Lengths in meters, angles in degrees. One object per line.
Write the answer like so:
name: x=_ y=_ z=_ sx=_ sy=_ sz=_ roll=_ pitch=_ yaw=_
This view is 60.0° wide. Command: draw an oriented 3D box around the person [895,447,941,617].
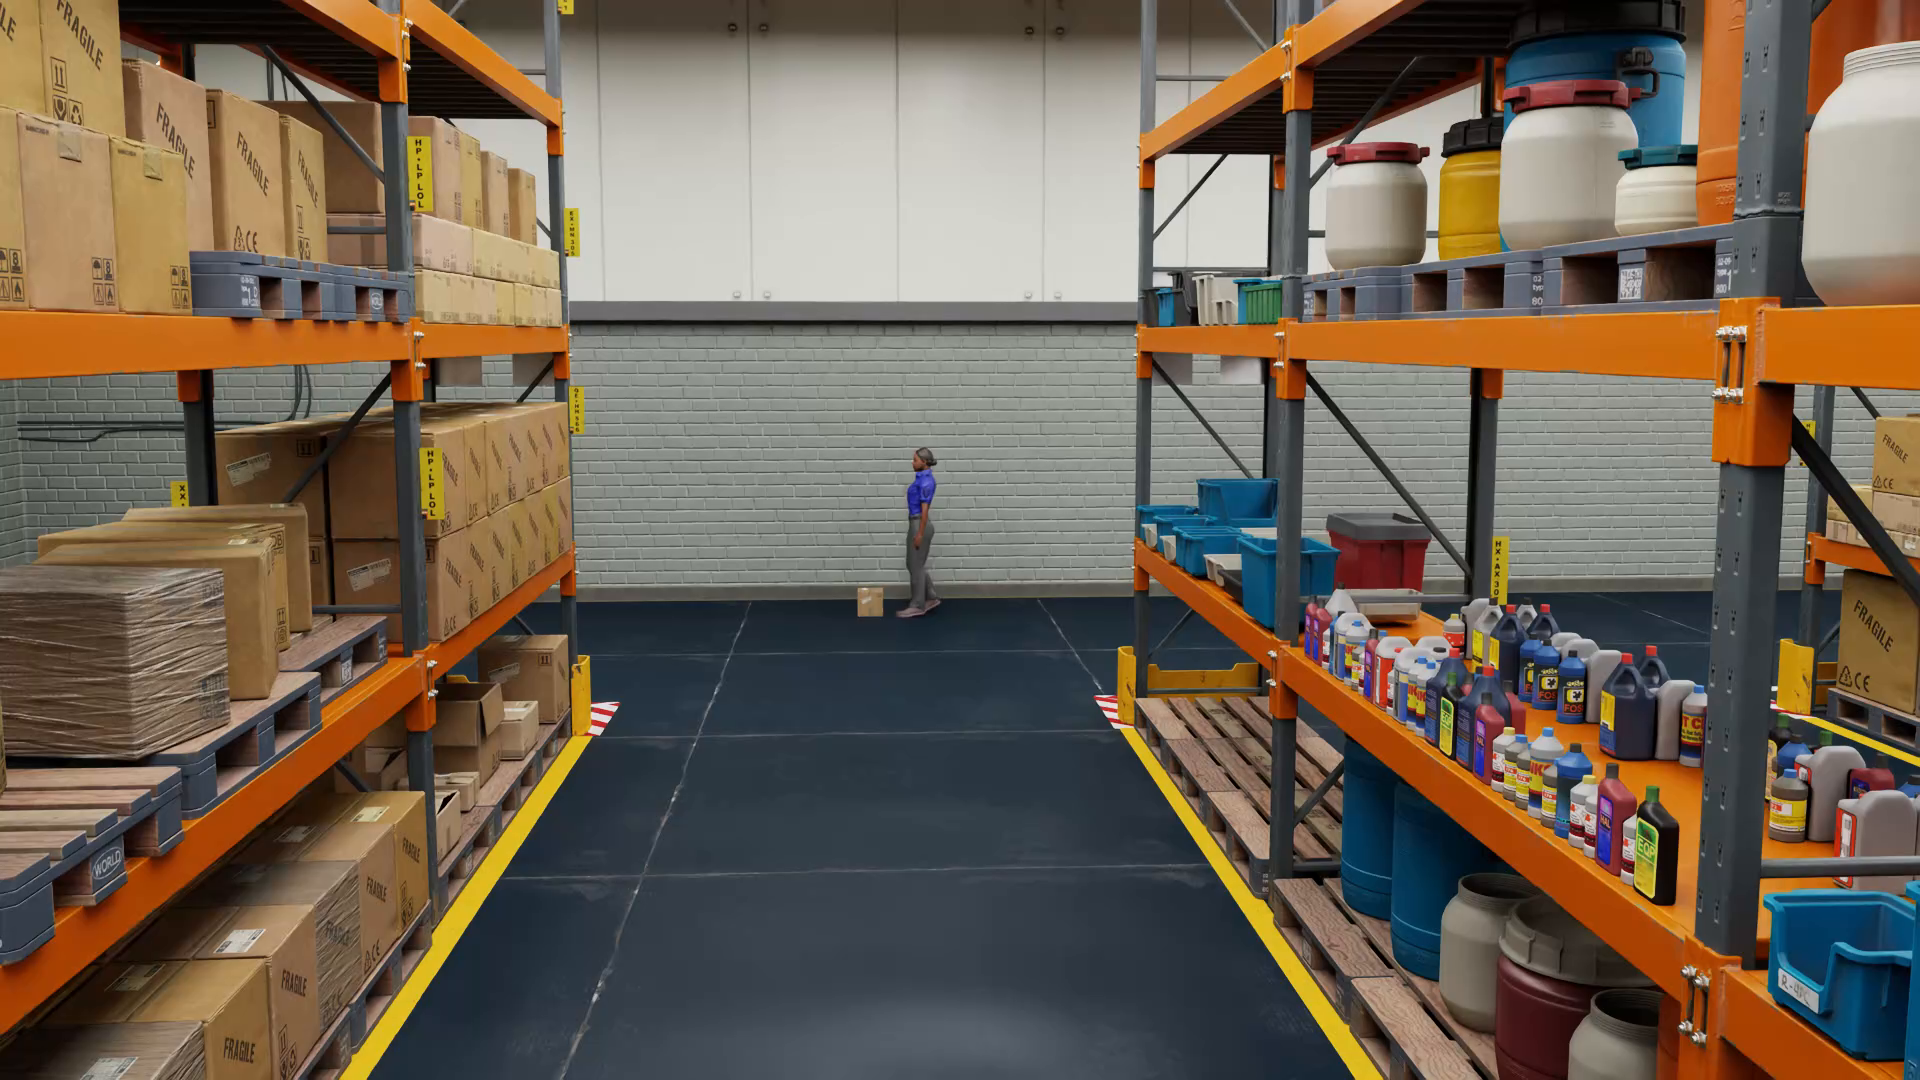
person: x=-0.414 y=-0.083 z=16.440 sx=0.460 sy=1.667 sz=0.462 roll=0 pitch=7 yaw=-3
